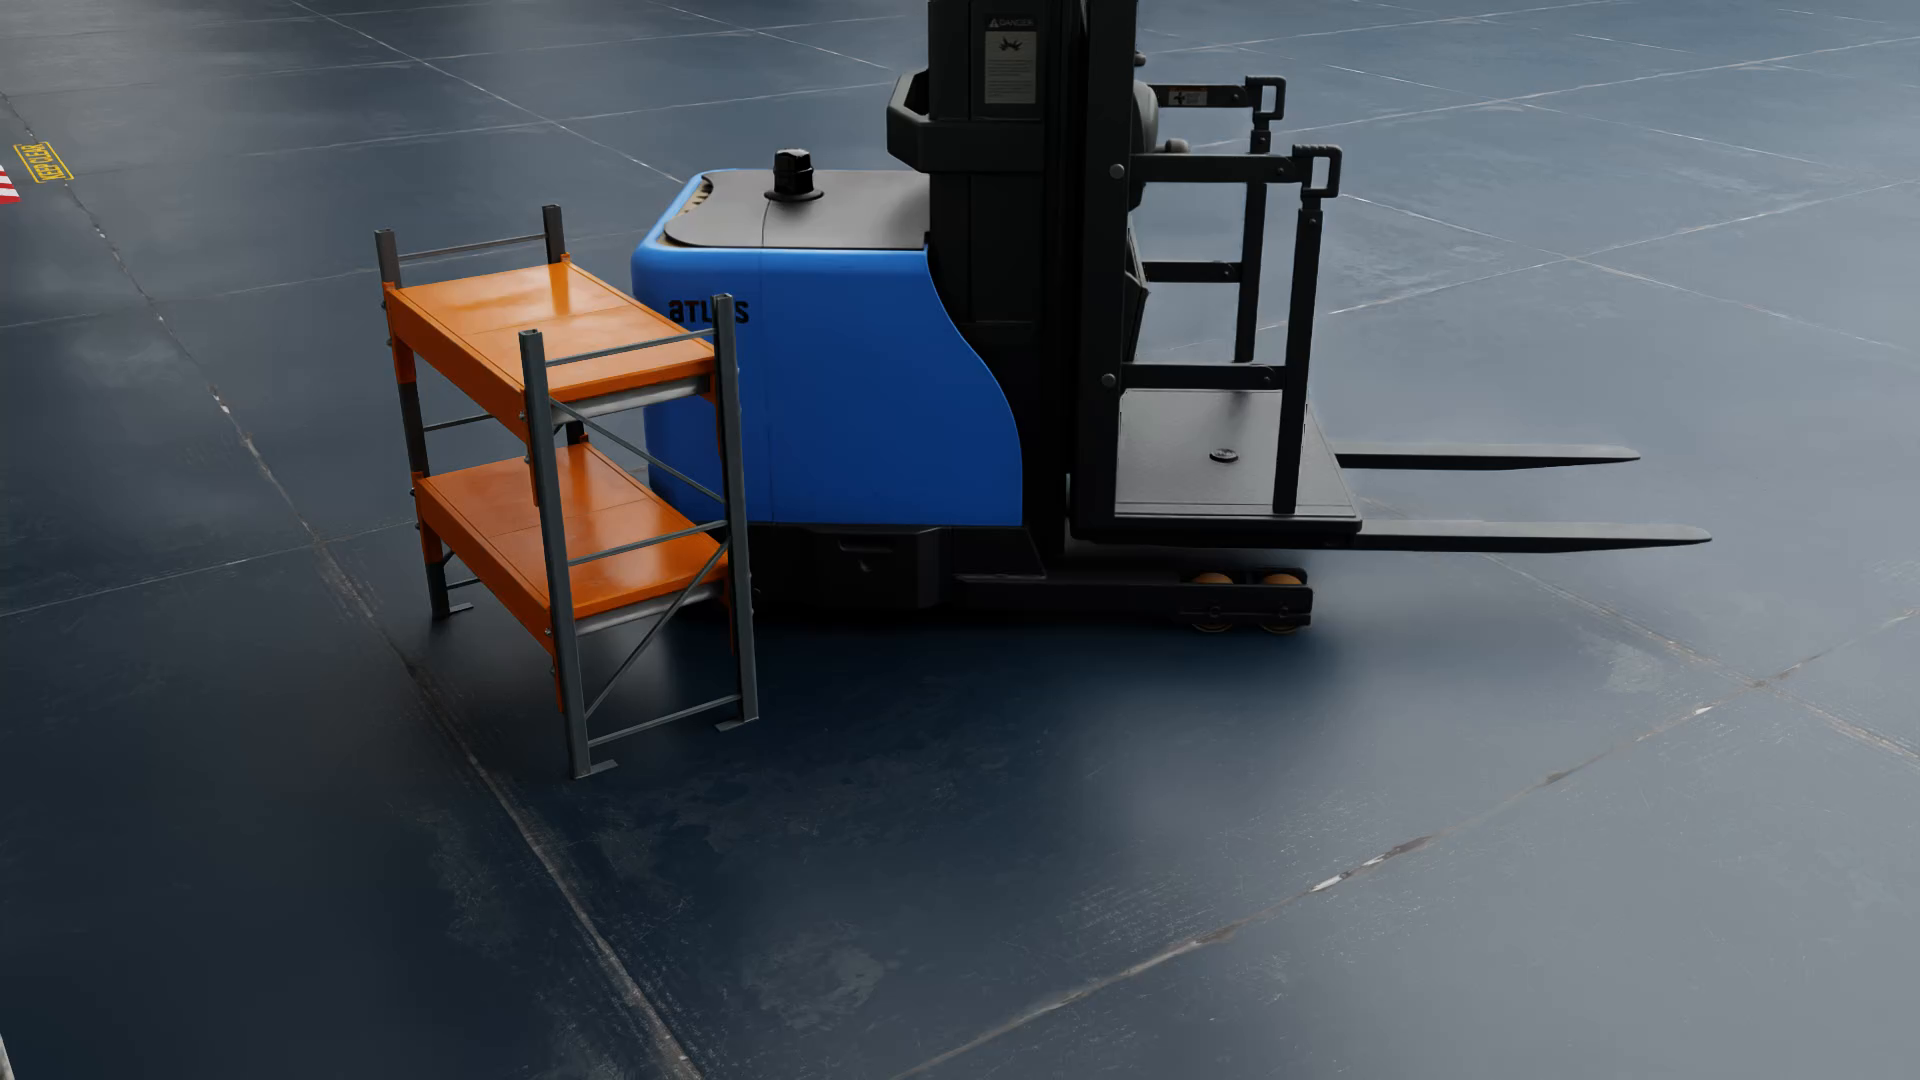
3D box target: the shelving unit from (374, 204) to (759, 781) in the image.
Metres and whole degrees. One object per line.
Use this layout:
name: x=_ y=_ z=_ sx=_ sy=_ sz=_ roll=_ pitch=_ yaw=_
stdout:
shelving unit: x=-1.019 y=-0.171 z=4.295 sx=0.538 sy=1.125 sz=1.048 roll=-16 pitch=30 yaw=-31

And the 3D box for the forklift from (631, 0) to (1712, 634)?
forklift: x=0.643 y=-1.292 z=4.554 sx=3.031 sy=2.935 sz=1.130 roll=1 pitch=25 yaw=2

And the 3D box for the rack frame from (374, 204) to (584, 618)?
rack frame: x=-1.307 y=-0.350 z=4.674 sx=0.500 sy=1.125 sz=0.032 roll=-16 pitch=30 yaw=-31

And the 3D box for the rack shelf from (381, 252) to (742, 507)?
rack shelf: x=-1.019 y=-0.436 z=4.170 sx=0.538 sy=0.278 sz=1.000 roll=-16 pitch=30 yaw=-31

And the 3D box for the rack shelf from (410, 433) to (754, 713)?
rack shelf: x=-1.019 y=0.050 z=4.399 sx=0.538 sy=0.278 sz=1.000 roll=-16 pitch=30 yaw=-31

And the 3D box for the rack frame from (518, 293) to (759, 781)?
rack frame: x=-0.732 y=0.008 z=3.916 sx=0.500 sy=1.125 sz=0.032 roll=-16 pitch=30 yaw=-31
